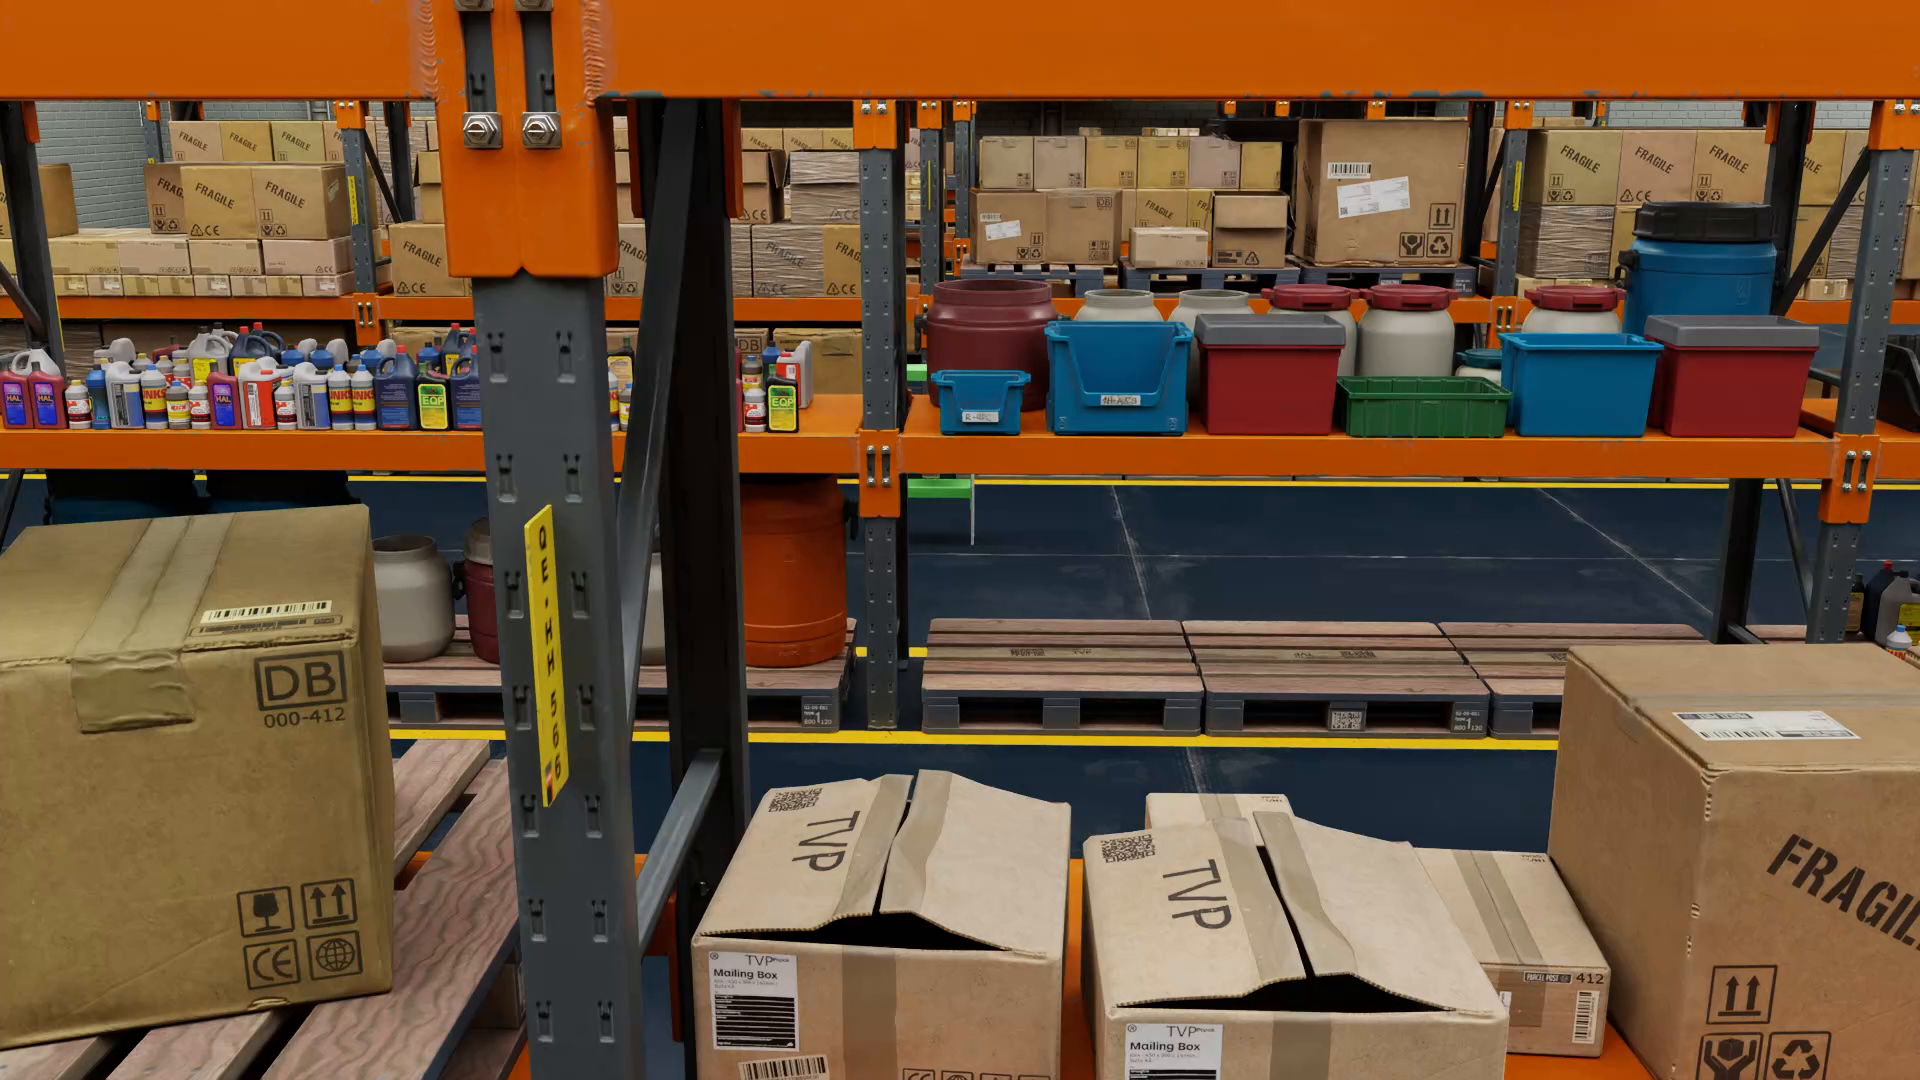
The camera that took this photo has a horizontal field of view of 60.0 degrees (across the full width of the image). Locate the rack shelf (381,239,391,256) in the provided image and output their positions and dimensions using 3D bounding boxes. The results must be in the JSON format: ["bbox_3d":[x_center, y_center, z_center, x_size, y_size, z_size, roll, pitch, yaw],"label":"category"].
[{"bbox_3d":[-5.968,-2.969,17.125,4.000,0.370,1.077,0,15,1],"label":"rack shelf"}]

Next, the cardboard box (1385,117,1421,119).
[{"bbox_3d":[5.499,-5.114,21.103,0.500,0.500,0.700,0,15,0],"label":"cardboard box"}]

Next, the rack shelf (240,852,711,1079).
[{"bbox_3d":[-2.454,0.847,2.659,4.000,0.370,1.077,0,15,1],"label":"rack shelf"}]

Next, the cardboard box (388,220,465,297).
[{"bbox_3d":[-3.743,-2.022,11.926,0.500,0.500,0.500,0,15,2],"label":"cardboard box"}]

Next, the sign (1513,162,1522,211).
[{"bbox_3d":[3.790,-2.406,11.310,0.005,0.325,0.100,0,15,1],"label":"sign"}]

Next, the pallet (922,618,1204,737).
[{"bbox_3d":[0.449,0.612,7.605,1.213,0.211,1.003,0,15,1],"label":"pallet"}]

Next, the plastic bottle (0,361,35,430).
[{"bbox_3d":[-3.968,-0.609,6.998,0.133,0.283,0.061,0,15,1],"label":"plastic bottle"}]

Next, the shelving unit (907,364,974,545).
[{"bbox_3d":[-0.165,-0.581,10.191,0.503,1.200,0.258,0,15,1],"label":"shelving unit"}]

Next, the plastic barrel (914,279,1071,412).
[{"bbox_3d":[0.147,-0.891,7.570,0.708,0.536,0.600,0,15,1],"label":"plastic barrel"}]

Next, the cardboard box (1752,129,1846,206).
[{"bbox_3d":[5.744,-2.589,11.534,0.500,0.500,0.500,0,15,1],"label":"cardboard box"}]

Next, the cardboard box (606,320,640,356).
[{"bbox_3d":[-2.663,-1.211,12.392,0.875,0.875,1.225,0,15,-1],"label":"cardboard box"}]

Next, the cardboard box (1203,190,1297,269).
[{"bbox_3d":[2.065,-2.229,11.881,0.637,0.503,0.797,2,15,7],"label":"cardboard box"}]

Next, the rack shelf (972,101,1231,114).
[{"bbox_3d":[2.177,-6.897,26.130,4.000,0.370,1.077,0,15,1],"label":"rack shelf"}]

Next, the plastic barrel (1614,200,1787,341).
[{"bbox_3d":[3.296,-1.047,7.446,0.708,0.901,0.600,0,15,1],"label":"plastic barrel"}]

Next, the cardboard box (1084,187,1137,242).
[{"bbox_3d":[1.484,-3.249,16.578,0.500,0.500,0.500,0,15,1],"label":"cardboard box"}]

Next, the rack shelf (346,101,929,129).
[{"bbox_3d":[-2.197,-3.130,11.852,4.000,0.370,1.077,0,15,1],"label":"rack shelf"}]

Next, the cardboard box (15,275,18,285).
[{"bbox_3d":[-6.564,-1.850,11.966,0.250,0.149,0.380,0,15,1],"label":"cardboard box"}]

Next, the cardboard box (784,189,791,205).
[{"bbox_3d":[-1.765,-3.399,16.428,0.250,0.149,0.380,1,15,3],"label":"cardboard box"}]

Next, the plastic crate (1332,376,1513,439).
[{"bbox_3d":[1.926,-0.562,7.004,0.662,0.188,0.450,0,15,1],"label":"plastic crate"}]

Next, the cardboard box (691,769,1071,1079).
[{"bbox_3d":[-0.092,0.569,2.478,0.500,0.311,0.500,1,15,5],"label":"cardboard box"}]

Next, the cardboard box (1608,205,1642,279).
[{"bbox_3d":[4.748,-2.149,11.827,0.500,0.500,0.875,0,15,1],"label":"cardboard box"}]

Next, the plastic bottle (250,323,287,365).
[{"bbox_3d":[-3.211,-0.829,7.700,0.185,0.351,0.144,0,15,1],"label":"plastic bottle"}]

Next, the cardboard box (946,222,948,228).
[{"bbox_3d":[-0.322,-5.054,26.420,0.250,0.149,0.380,0,15,-1],"label":"cardboard box"}]

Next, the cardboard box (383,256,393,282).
[{"bbox_3d":[-7.280,-3.579,22.224,0.875,0.438,0.875,0,15,0],"label":"cardboard box"}]

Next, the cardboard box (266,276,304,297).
[{"bbox_3d":[-4.768,-1.839,11.921,0.250,0.149,0.380,1,15,3],"label":"cardboard box"}]

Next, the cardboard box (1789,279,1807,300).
[{"bbox_3d":[5.759,-1.792,11.744,0.250,0.149,0.380,0,15,1],"label":"cardboard box"}]

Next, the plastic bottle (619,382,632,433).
[{"bbox_3d":[-1.377,-0.557,6.962,0.097,0.201,0.097,0,15,0],"label":"plastic bottle"}]

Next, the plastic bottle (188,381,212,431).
[{"bbox_3d":[-3.195,-0.569,7.007,0.097,0.201,0.097,0,15,0],"label":"plastic bottle"}]

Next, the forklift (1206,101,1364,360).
[{"bbox_3d":[2.617,-2.571,14.338,3.031,2.935,1.130,0,15,2],"label":"forklift"}]

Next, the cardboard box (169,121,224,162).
[{"bbox_3d":[-7.526,-3.935,16.637,0.500,0.500,0.500,0,15,1],"label":"cardboard box"}]

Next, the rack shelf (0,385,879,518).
[{"bbox_3d":[-2.324,-0.416,7.447,4.000,0.370,1.077,0,15,1],"label":"rack shelf"}]

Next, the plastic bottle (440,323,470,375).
[{"bbox_3d":[-2.295,-0.823,7.677,0.185,0.351,0.144,0,15,1],"label":"plastic bottle"}]

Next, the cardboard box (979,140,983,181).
[{"bbox_3d":[0.499,-4.874,21.333,0.500,0.500,0.500,0,15,0],"label":"cardboard box"}]

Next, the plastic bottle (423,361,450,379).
[{"bbox_3d":[-2.199,-0.613,7.013,0.133,0.283,0.061,0,15,1],"label":"plastic bottle"}]

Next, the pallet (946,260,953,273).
[{"bbox_3d":[-0.567,-4.473,26.881,1.213,0.211,1.003,0,15,1],"label":"pallet"}]

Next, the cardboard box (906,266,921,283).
[{"bbox_3d":[-0.654,-2.701,17.306,0.500,0.250,0.500,0,15,-1],"label":"cardboard box"}]

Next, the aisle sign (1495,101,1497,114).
[{"bbox_3d":[8.234,-6.937,25.656,0.004,0.787,0.394,0,15,1],"label":"aisle sign"}]

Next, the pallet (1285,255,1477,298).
[{"bbox_3d":[3.040,-1.937,12.179,1.213,0.211,1.003,0,15,1],"label":"pallet"}]

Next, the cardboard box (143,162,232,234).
[{"bbox_3d":[-5.681,-2.550,12.365,0.500,0.500,0.500,0,15,0],"label":"cardboard box"}]

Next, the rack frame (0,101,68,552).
[{"bbox_3d":[-4.323,-0.777,7.405,0.127,3.000,1.000,0,15,1],"label":"rack frame"}]

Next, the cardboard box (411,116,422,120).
[{"bbox_3d":[-7.074,-5.351,21.316,0.250,0.149,0.380,1,15,3],"label":"cardboard box"}]

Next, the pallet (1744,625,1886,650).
[{"bbox_3d":[4.344,0.639,7.506,1.213,0.211,1.003,0,15,1],"label":"pallet"}]

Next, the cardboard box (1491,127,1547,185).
[{"bbox_3d":[5.485,-3.823,16.540,0.550,0.550,0.875,0,15,1],"label":"cardboard box"}]

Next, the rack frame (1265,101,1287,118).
[{"bbox_3d":[4.054,-4.515,21.574,0.127,3.000,1.000,0,15,1],"label":"rack frame"}]

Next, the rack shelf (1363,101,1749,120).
[{"bbox_3d":[6.028,-4.342,16.446,4.000,0.370,1.077,0,15,1],"label":"rack shelf"}]

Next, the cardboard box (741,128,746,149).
[{"bbox_3d":[-3.002,-5.027,21.356,0.500,0.500,0.500,0,15,1],"label":"cardboard box"}]

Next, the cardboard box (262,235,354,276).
[{"bbox_3d":[-4.645,-2.047,11.931,0.500,0.250,0.500,0,15,0],"label":"cardboard box"}]

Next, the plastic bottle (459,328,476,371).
[{"bbox_3d":[-2.164,-0.784,7.527,0.185,0.351,0.144,0,15,1],"label":"plastic bottle"}]

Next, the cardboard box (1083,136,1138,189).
[{"bbox_3d":[1.497,-3.799,16.702,0.500,0.500,0.700,0,15,1],"label":"cardboard box"}]

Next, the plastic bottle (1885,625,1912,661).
[{"bbox_3d":[3.981,0.496,7.067,0.097,0.271,0.097,0,15,0],"label":"plastic bottle"}]
